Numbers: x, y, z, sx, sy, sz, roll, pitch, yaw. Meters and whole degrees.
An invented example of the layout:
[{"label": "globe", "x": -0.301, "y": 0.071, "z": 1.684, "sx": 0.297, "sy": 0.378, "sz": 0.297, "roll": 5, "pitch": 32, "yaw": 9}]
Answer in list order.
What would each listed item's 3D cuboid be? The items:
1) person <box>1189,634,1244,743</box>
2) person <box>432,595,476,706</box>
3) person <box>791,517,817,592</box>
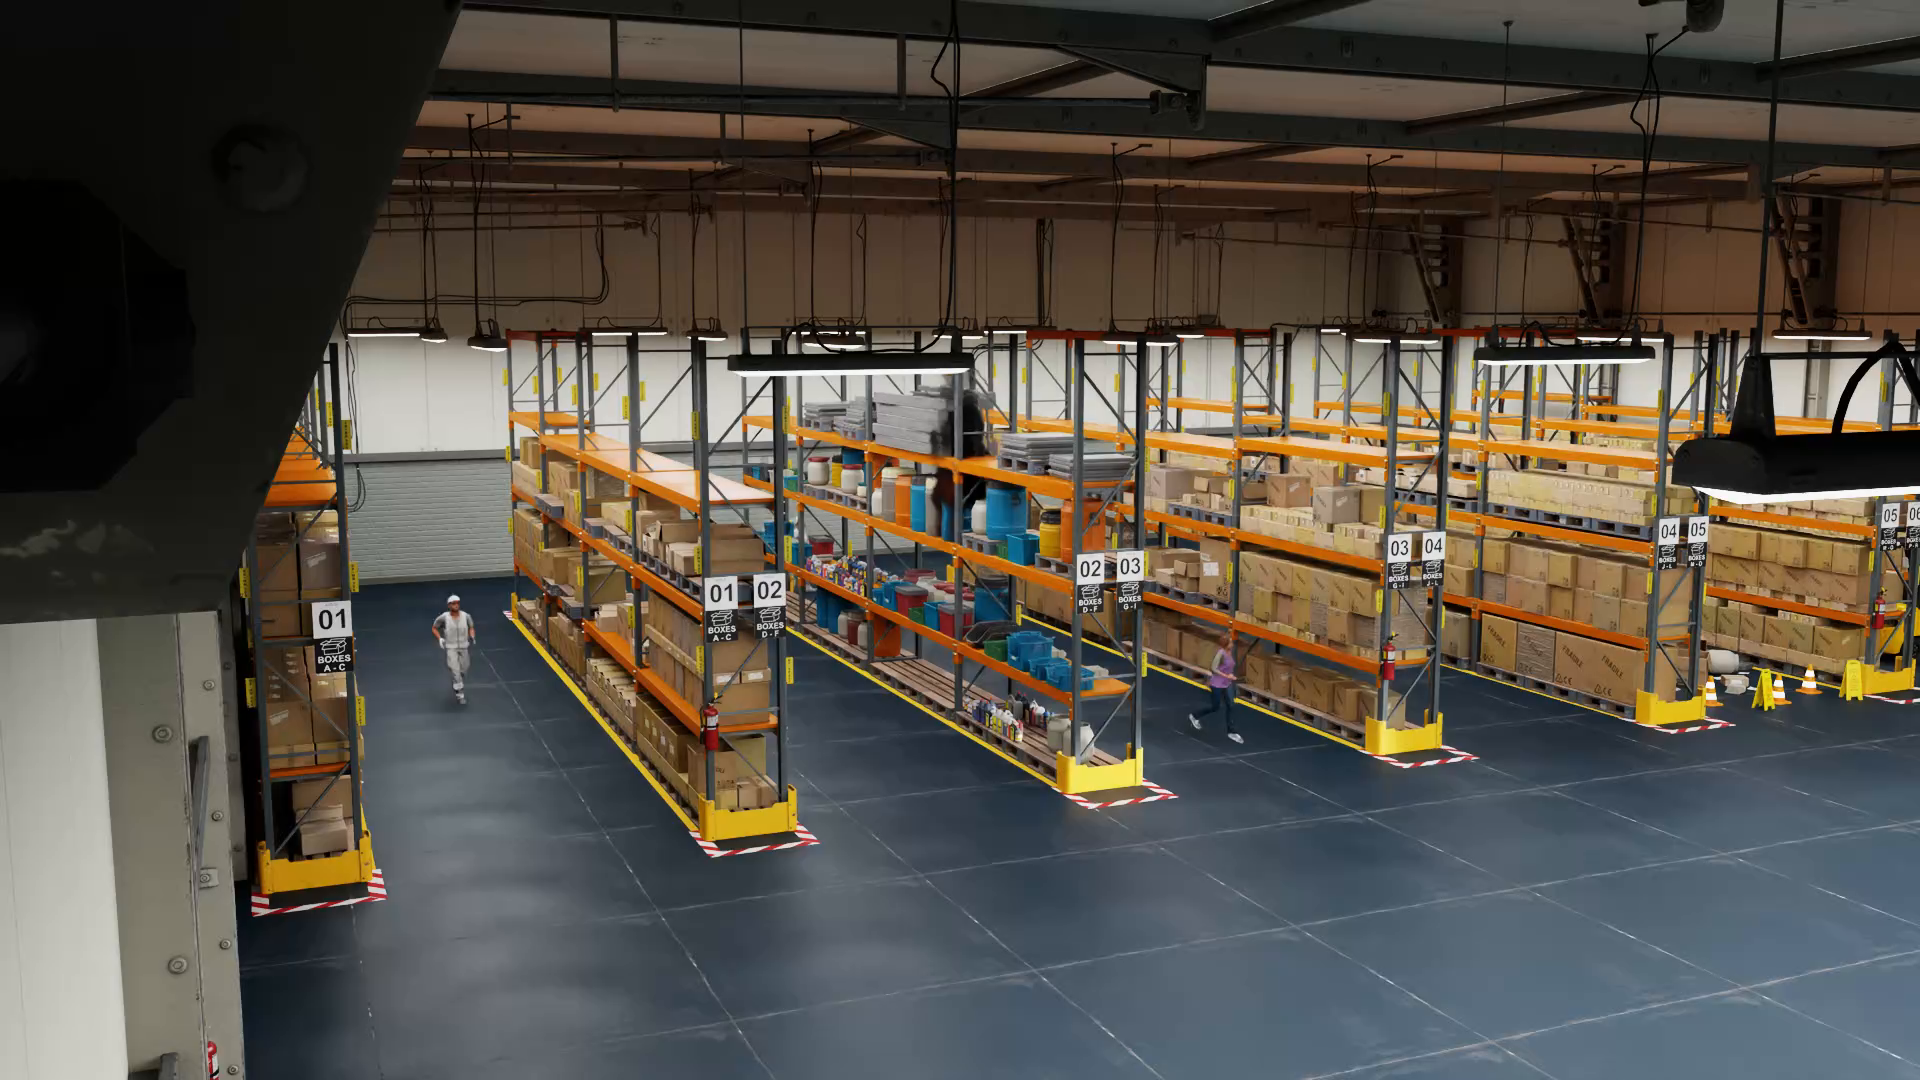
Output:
[{"label": "person", "x": 3.855, "y": 2.182, "z": 24.804, "sx": 0.921, "sy": 1.592, "sz": 0.564, "roll": 5, "pitch": 9, "yaw": 34}, {"label": "person", "x": -8.260, "y": 1.777, "z": 27.190, "sx": 0.655, "sy": 1.774, "sz": 0.845, "roll": -5, "pitch": 9, "yaw": -32}, {"label": "person", "x": -3.652, "y": 0.333, "z": 37.789, "sx": 0.747, "sy": 1.743, "sz": 0.718, "roll": 2, "pitch": 8, "yaw": 12}]
